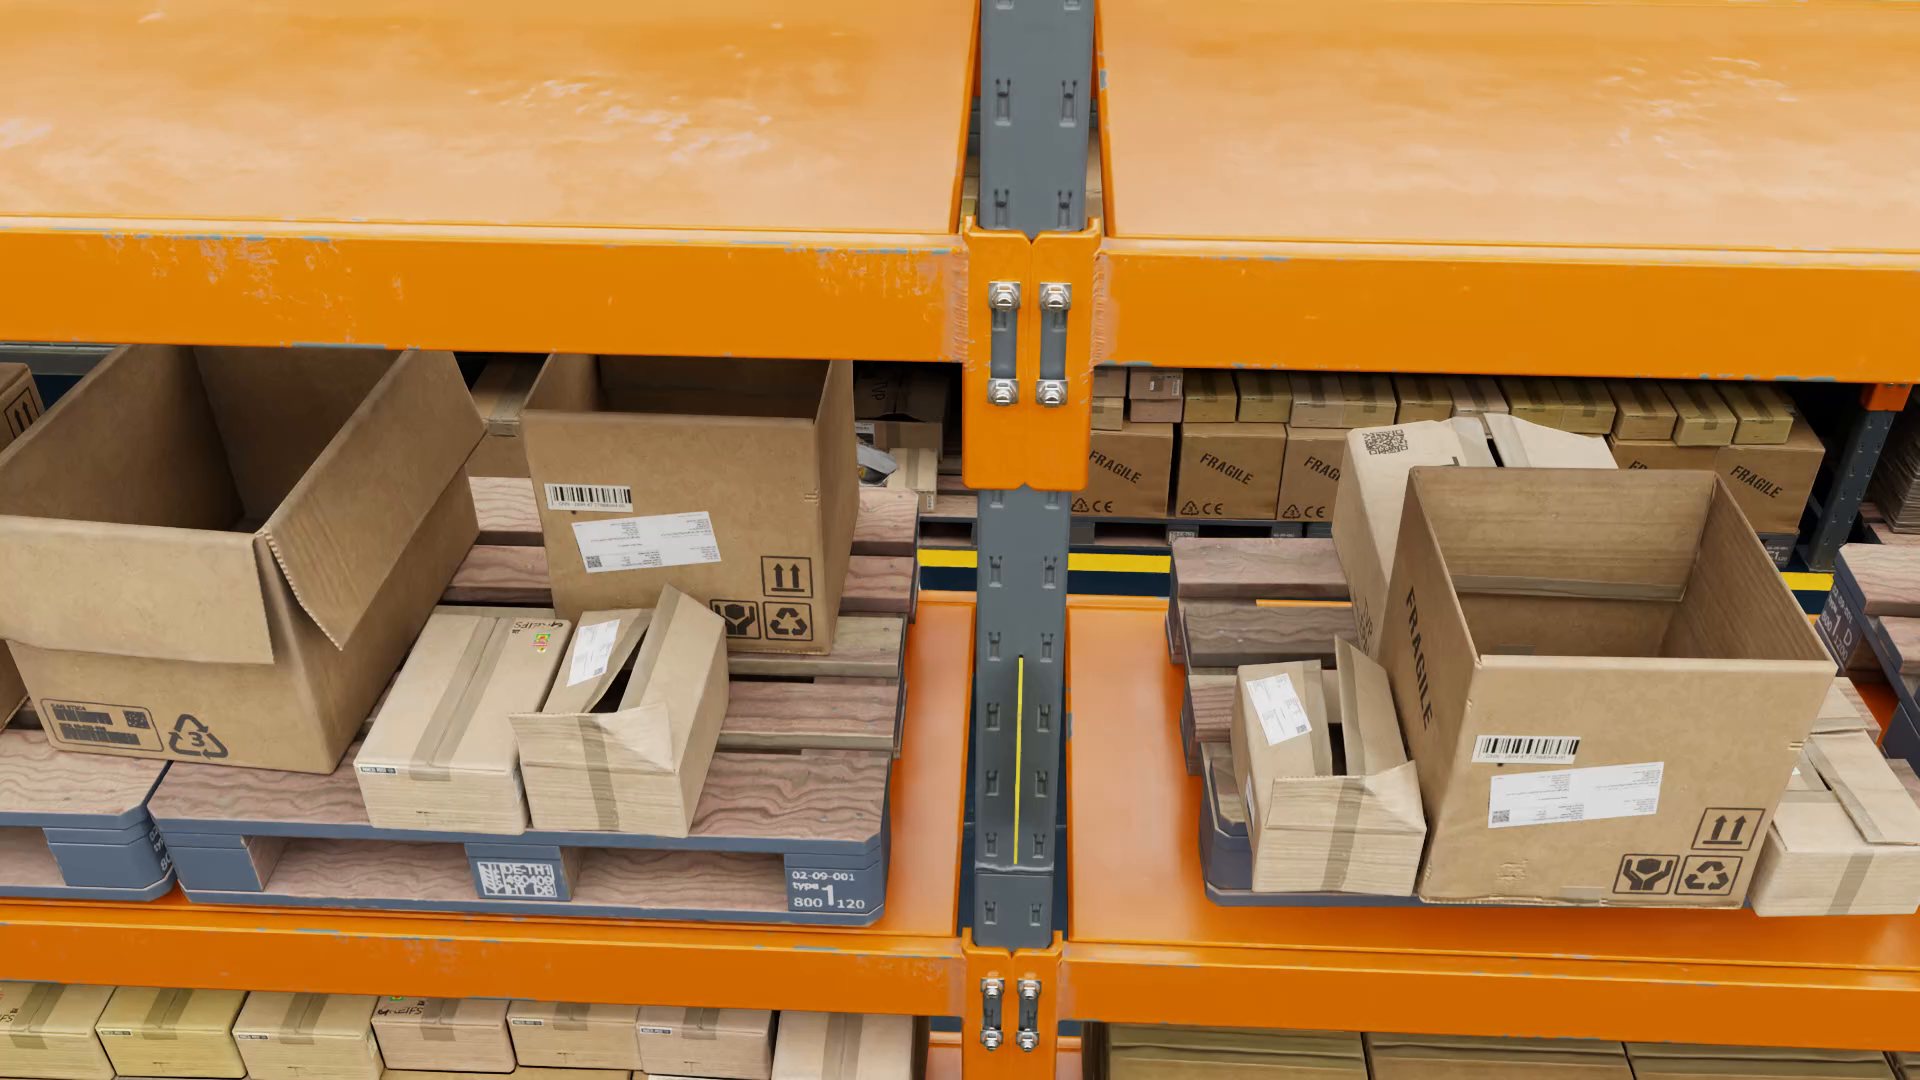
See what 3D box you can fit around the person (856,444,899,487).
[{"bbox_3d":[-0.347,0.276,6.695,0.349,1.659,0.576,20,40,25],"label":"person"}]
